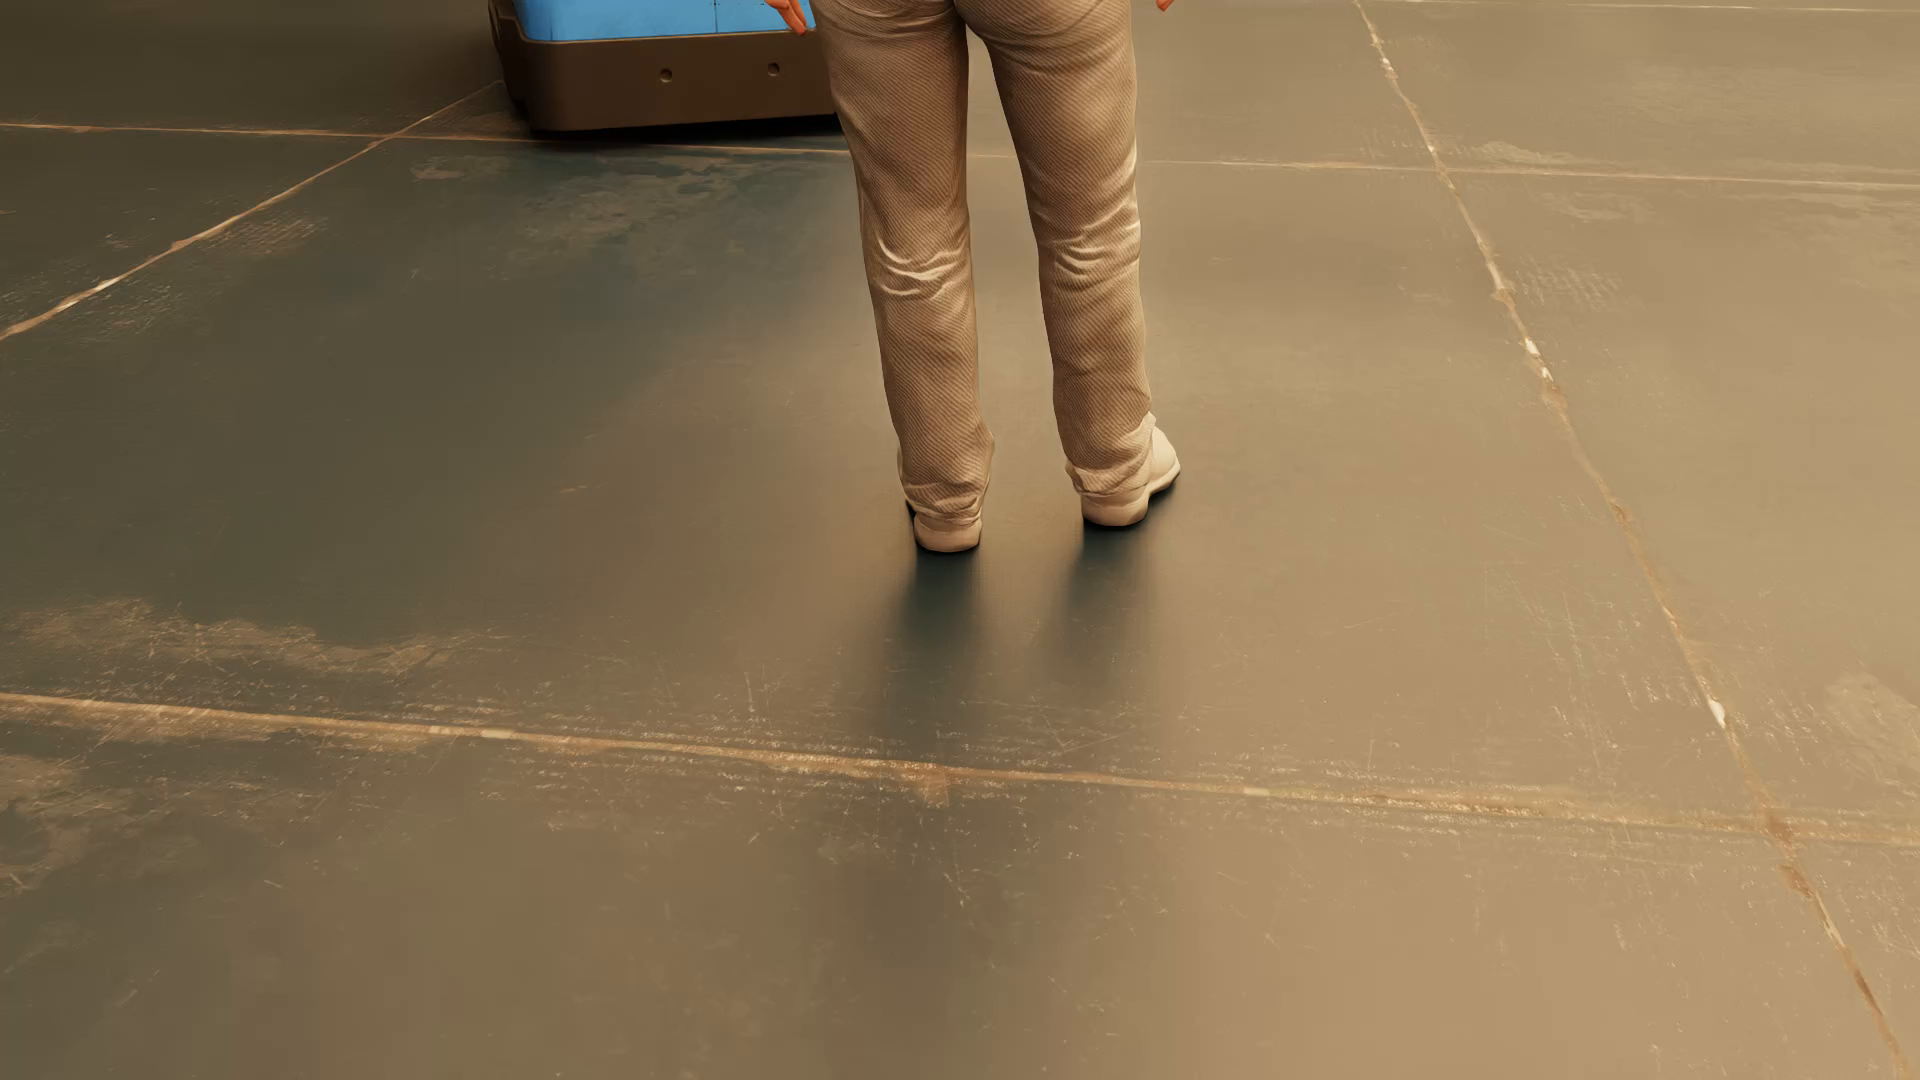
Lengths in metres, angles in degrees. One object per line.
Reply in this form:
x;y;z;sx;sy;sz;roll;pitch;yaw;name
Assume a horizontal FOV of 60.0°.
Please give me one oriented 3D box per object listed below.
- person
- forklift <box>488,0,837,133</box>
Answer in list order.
0.016;-0.828;2.156;0.634;1.775;0.566;3;27;7;person
-1.107;-3.082;5.396;1.130;2.935;3.031;-8;28;-15;forklift
